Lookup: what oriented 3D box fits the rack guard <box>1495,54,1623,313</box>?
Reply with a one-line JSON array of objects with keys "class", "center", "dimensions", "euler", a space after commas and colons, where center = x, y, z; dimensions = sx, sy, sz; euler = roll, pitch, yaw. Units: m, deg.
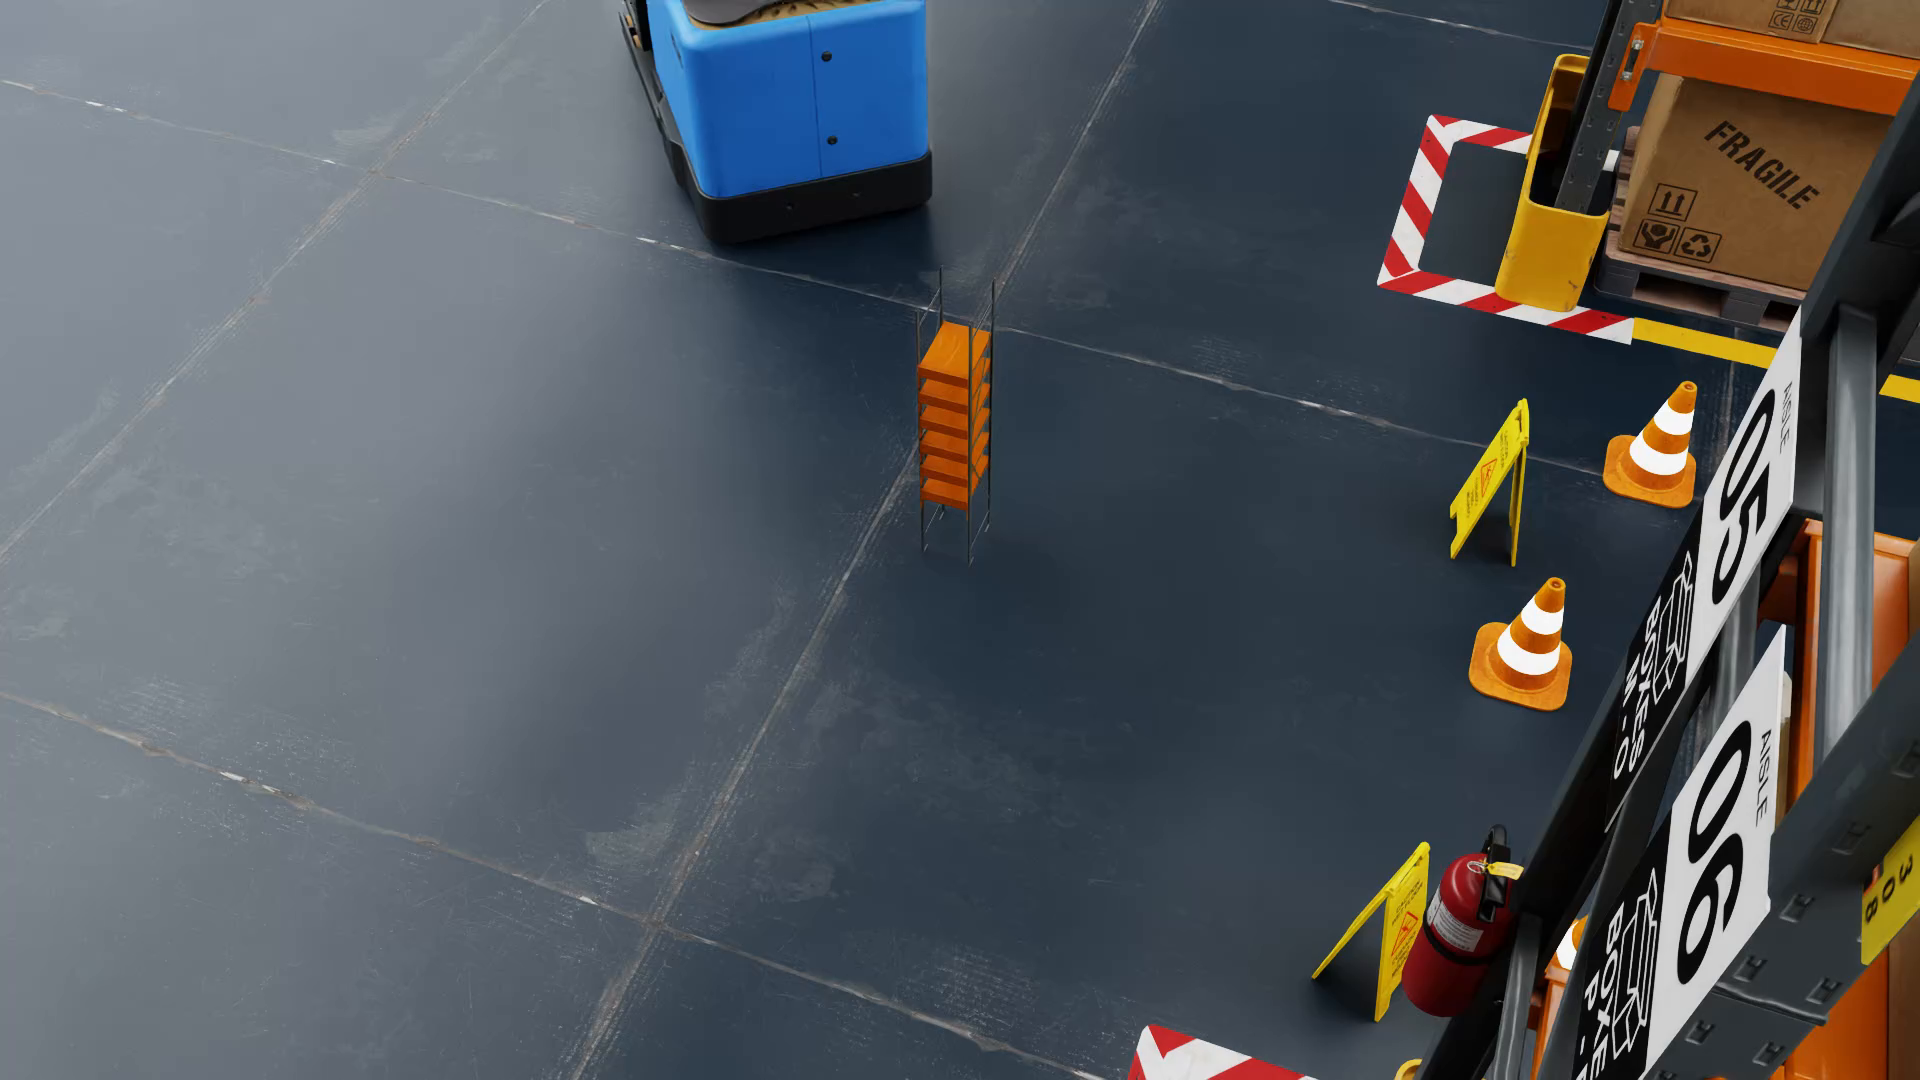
[{"class": "rack guard", "center": [2.656, -1.579, 7.288], "dimensions": [0.348, 0.500, 1.175], "euler": [16, 51, 13]}]

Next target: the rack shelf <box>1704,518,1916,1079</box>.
[{"class": "rack shelf", "center": [2.934, 0.921, 1.958], "dimensions": [4.000, 0.370, 1.077], "euler": [16, 51, 13]}]

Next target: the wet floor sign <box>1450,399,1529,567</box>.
[{"class": "wet floor sign", "center": [1.965, -0.224, 6.017], "dimensions": [0.232, 0.644, 0.267], "euler": [8, 50, 7]}]

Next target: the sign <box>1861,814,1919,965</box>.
[{"class": "sign", "center": [0.870, 0.260, 1.476], "dimensions": [0.005, 0.325, 0.100], "euler": [16, 51, 13]}]

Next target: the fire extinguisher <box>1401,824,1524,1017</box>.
[{"class": "fire extinguisher", "center": [1.110, 0.813, 3.612], "dimensions": [0.183, 0.674, 0.296], "euler": [16, 51, 13]}]

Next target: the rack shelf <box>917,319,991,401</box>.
[{"class": "rack shelf", "center": [-0.014, -0.603, 5.561], "dimensions": [0.180, 0.103, 0.258], "euler": [16, 51, 13]}]

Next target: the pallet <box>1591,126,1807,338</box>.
[{"class": "pallet", "center": [3.456, -1.324, 7.258], "dimensions": [1.213, 0.211, 1.003], "euler": [16, 51, 13]}]

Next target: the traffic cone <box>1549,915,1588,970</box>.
[{"class": "traffic cone", "center": [1.908, 1.173, 4.927], "dimensions": [0.334, 0.463, 0.336], "euler": [16, 51, 13]}]

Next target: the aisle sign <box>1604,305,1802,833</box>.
[{"class": "aisle sign", "center": [1.100, 0.071, 2.483], "dimensions": [0.004, 0.787, 0.394], "euler": [16, 51, 13]}]

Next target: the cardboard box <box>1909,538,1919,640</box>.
[{"class": "cardboard box", "center": [1.489, 0.139, 2.326], "dimensions": [0.250, 0.149, 0.380], "euler": [16, 51, 13]}]

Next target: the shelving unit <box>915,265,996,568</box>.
[{"class": "shelving unit", "center": [-0.014, -0.397, 5.800], "dimensions": [0.189, 1.200, 0.258], "euler": [16, 51, 13]}]

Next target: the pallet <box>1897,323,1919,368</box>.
[{"class": "pallet", "center": [4.596, -1.003, 6.980], "dimensions": [1.213, 0.211, 1.003], "euler": [16, 51, 13]}]

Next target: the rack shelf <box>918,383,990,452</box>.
[{"class": "rack shelf", "center": [-0.014, -0.446, 5.743], "dimensions": [0.180, 0.103, 0.258], "euler": [16, 51, 13]}]

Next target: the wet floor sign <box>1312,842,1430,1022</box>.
[{"class": "wet floor sign", "center": [1.250, 1.107, 4.864], "dimensions": [0.232, 0.644, 0.267], "euler": [33, 57, 25]}]

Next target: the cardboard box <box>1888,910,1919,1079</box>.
[{"class": "cardboard box", "center": [1.256, 0.561, 1.960], "dimensions": [0.250, 0.149, 0.380], "euler": [16, 51, 13]}]

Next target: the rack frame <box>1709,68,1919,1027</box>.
[{"class": "rack frame", "center": [1.058, -0.821, 1.006], "dimensions": [0.127, 3.000, 1.000], "euler": [16, 51, 13]}]

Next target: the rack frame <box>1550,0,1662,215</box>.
[{"class": "rack frame", "center": [2.678, -2.391, 6.338], "dimensions": [0.127, 3.000, 1.000], "euler": [16, 51, 13]}]

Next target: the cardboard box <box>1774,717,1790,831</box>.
[{"class": "cardboard box", "center": [1.613, 0.665, 2.764], "dimensions": [0.500, 0.500, 0.700], "euler": [14, 51, 12]}]

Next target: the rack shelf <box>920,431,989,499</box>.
[{"class": "rack shelf", "center": [-0.014, -0.289, 5.924], "dimensions": [0.180, 0.103, 0.258], "euler": [16, 51, 13]}]

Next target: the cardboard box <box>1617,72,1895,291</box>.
[{"class": "cardboard box", "center": [3.337, -1.702, 6.868], "dimensions": [0.875, 0.875, 0.875], "euler": [16, 51, 13]}]

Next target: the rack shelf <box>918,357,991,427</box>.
[{"class": "rack shelf", "center": [-0.014, -0.525, 5.652], "dimensions": [0.180, 0.103, 0.258], "euler": [16, 51, 13]}]

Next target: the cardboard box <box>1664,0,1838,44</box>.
[{"class": "cardboard box", "center": [3.042, -2.375, 6.225], "dimensions": [0.550, 0.550, 0.875], "euler": [16, 51, 13]}]

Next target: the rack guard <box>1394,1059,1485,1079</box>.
[{"class": "rack guard", "center": [1.129, 1.983, 4.201], "dimensions": [0.348, 0.500, 1.175], "euler": [16, 51, 13]}]

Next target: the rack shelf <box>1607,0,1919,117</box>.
[{"class": "rack shelf", "center": [4.555, -1.632, 6.155], "dimensions": [4.000, 0.370, 1.077], "euler": [16, 51, 13]}]

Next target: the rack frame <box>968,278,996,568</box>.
[{"class": "rack frame", "center": [0.072, -0.373, 5.779], "dimensions": [0.006, 1.200, 0.240], "euler": [16, 51, 13]}]

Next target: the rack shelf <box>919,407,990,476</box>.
[{"class": "rack shelf", "center": [-0.014, -0.368, 5.833], "dimensions": [0.180, 0.103, 0.258], "euler": [16, 51, 13]}]

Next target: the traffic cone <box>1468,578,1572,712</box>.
[{"class": "traffic cone", "center": [1.974, 0.297, 5.686], "dimensions": [0.334, 0.463, 0.336], "euler": [16, 51, 13]}]

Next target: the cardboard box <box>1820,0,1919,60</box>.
[{"class": "cardboard box", "center": [3.566, -2.247, 6.113], "dimensions": [0.550, 0.550, 0.875], "euler": [16, 51, 13]}]

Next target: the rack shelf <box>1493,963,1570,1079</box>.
[{"class": "rack shelf", "center": [2.934, 1.903, 3.091], "dimensions": [4.000, 0.370, 1.077], "euler": [16, 51, 13]}]

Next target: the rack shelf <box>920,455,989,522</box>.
[{"class": "rack shelf", "center": [-0.014, -0.210, 6.015], "dimensions": [0.180, 0.103, 0.258], "euler": [16, 51, 13]}]

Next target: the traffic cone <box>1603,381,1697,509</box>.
[{"class": "traffic cone", "center": [2.684, -0.415, 6.303], "dimensions": [0.334, 0.463, 0.336], "euler": [16, 51, 13]}]

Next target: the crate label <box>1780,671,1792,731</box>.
[{"class": "crate label", "center": [2.733, 0.566, 5.669], "dimensions": [0.298, 0.136, 0.250], "euler": [-7, 49, -6]}]

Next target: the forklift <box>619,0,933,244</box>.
[{"class": "forklift", "center": [-1.072, -3.396, 7.254], "dimensions": [1.130, 2.935, 3.031], "euler": [-14, 51, -12]}]

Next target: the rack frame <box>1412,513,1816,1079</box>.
[{"class": "rack frame", "center": [1.058, 1.144, 3.274], "dimensions": [0.127, 3.000, 1.000], "euler": [16, 51, 13]}]

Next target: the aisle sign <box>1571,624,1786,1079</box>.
[{"class": "aisle sign", "center": [0.892, 0.496, 2.115], "dimensions": [0.004, 0.787, 0.394], "euler": [16, 51, 13]}]

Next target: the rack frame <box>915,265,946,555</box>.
[{"class": "rack frame", "center": [-0.099, -0.421, 5.821], "dimensions": [0.006, 1.200, 0.240], "euler": [16, 51, 13]}]
